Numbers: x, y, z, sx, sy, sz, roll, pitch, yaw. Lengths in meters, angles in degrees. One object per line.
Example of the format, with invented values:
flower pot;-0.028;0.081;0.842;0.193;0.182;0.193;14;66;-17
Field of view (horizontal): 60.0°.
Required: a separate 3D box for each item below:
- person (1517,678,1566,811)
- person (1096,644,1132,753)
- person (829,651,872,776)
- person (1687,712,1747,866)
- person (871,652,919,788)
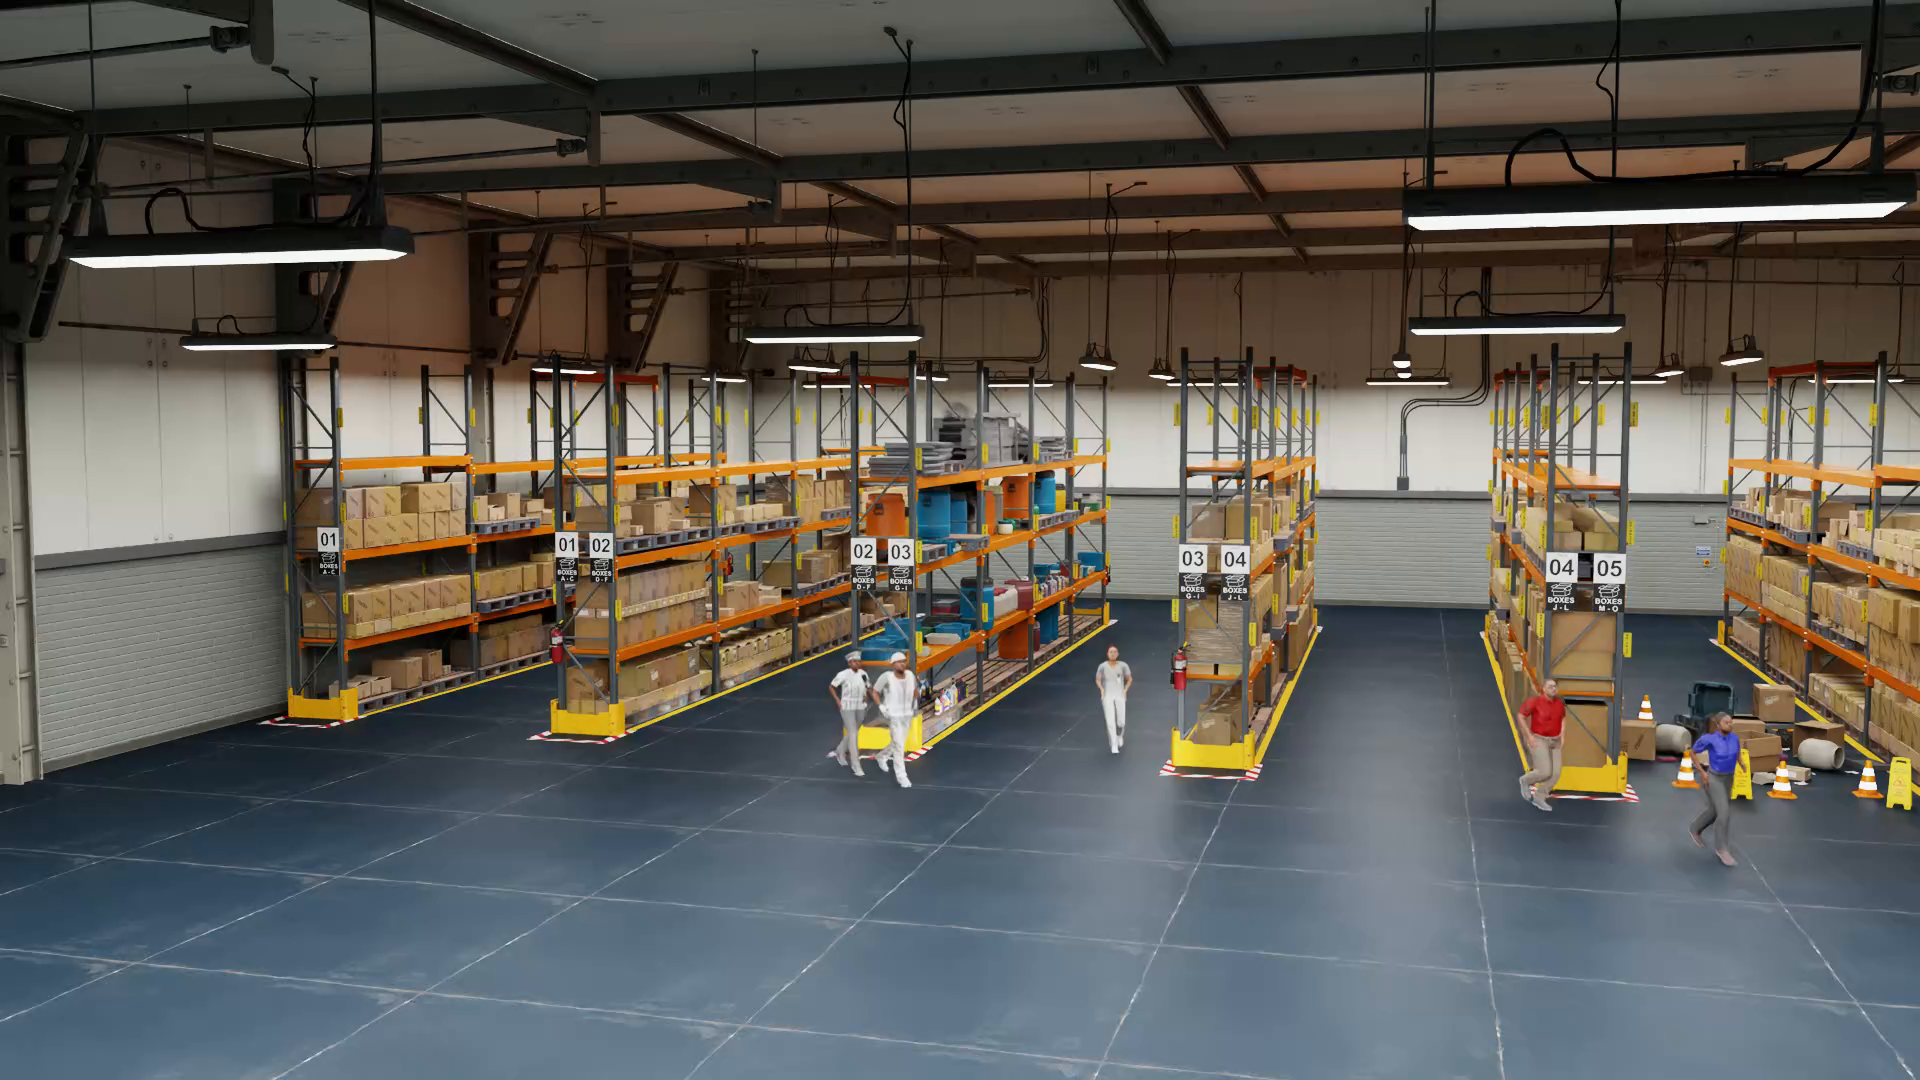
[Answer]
person;7.478;2.609;21.326;0.669;1.697;0.562;-1;4;-18
person;2.291;2.365;24.813;0.541;1.624;0.553;0;4;7
person;-1.511;2.437;23.577;0.617;1.749;0.811;-3;5;-33
person;8.627;2.783;18.973;0.576;1.693;0.815;-2;5;-21
person;-0.855;2.426;22.854;0.692;1.800;0.848;-3;5;-36
